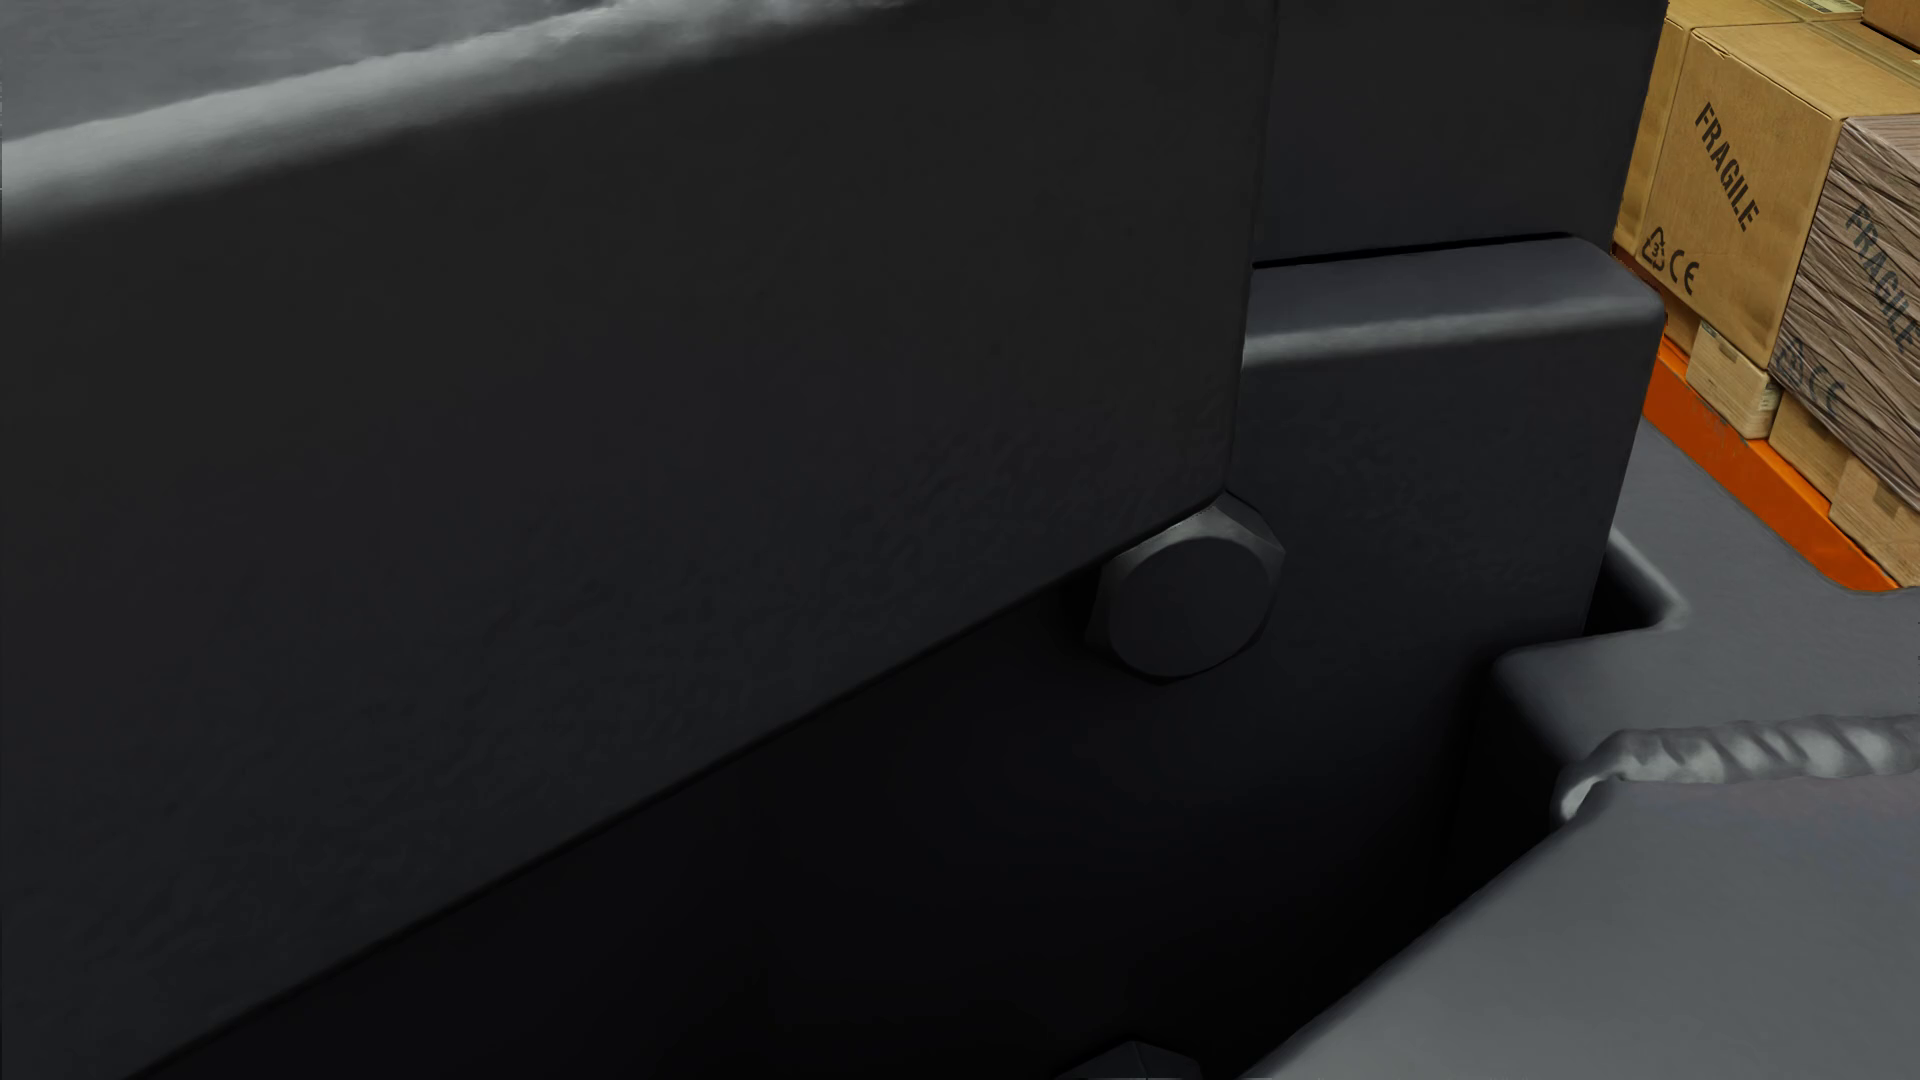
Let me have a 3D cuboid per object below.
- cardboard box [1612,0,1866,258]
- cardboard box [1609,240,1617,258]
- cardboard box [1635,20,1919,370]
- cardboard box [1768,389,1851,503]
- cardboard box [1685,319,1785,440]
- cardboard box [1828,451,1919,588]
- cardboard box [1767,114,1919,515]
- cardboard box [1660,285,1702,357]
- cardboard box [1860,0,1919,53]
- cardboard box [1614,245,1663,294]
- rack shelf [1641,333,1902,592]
[{"bbox_3d":[1.646,-0.967,3.653,0.500,0.500,0.500,-5,35,-7],"label":"cardboard box"},{"bbox_3d":[1.615,-0.772,3.942,0.380,0.149,0.250,-3,34,-5],"label":"cardboard box"},{"bbox_3d":[1.722,-0.684,3.238,0.500,0.500,0.500,-5,35,-7],"label":"cardboard box"},{"bbox_3d":[1.762,-0.194,3.094,0.380,0.149,0.250,-5,35,-7],"label":"cardboard box"},{"bbox_3d":[1.692,-0.334,3.300,0.380,0.149,0.250,-4,34,-6],"label":"cardboard box"},{"bbox_3d":[1.767,-0.049,2.881,0.380,0.149,0.250,-5,35,-7],"label":"cardboard box"},{"bbox_3d":[1.795,-0.399,2.819,0.500,0.500,0.500,-3,34,-5],"label":"cardboard box"},{"bbox_3d":[1.716,-0.479,3.513,0.380,0.149,0.250,-5,35,-8],"label":"cardboard box"},{"bbox_3d":[2.160,-1.122,2.992,0.700,0.500,0.500,-5,35,-7],"label":"cardboard box"},{"bbox_3d":[1.710,-0.629,3.732,0.380,0.149,0.250,-3,34,-5],"label":"cardboard box"},{"bbox_3d":[1.983,-0.248,3.589,1.077,0.370,4.000,-4,35,-6],"label":"rack shelf"}]
